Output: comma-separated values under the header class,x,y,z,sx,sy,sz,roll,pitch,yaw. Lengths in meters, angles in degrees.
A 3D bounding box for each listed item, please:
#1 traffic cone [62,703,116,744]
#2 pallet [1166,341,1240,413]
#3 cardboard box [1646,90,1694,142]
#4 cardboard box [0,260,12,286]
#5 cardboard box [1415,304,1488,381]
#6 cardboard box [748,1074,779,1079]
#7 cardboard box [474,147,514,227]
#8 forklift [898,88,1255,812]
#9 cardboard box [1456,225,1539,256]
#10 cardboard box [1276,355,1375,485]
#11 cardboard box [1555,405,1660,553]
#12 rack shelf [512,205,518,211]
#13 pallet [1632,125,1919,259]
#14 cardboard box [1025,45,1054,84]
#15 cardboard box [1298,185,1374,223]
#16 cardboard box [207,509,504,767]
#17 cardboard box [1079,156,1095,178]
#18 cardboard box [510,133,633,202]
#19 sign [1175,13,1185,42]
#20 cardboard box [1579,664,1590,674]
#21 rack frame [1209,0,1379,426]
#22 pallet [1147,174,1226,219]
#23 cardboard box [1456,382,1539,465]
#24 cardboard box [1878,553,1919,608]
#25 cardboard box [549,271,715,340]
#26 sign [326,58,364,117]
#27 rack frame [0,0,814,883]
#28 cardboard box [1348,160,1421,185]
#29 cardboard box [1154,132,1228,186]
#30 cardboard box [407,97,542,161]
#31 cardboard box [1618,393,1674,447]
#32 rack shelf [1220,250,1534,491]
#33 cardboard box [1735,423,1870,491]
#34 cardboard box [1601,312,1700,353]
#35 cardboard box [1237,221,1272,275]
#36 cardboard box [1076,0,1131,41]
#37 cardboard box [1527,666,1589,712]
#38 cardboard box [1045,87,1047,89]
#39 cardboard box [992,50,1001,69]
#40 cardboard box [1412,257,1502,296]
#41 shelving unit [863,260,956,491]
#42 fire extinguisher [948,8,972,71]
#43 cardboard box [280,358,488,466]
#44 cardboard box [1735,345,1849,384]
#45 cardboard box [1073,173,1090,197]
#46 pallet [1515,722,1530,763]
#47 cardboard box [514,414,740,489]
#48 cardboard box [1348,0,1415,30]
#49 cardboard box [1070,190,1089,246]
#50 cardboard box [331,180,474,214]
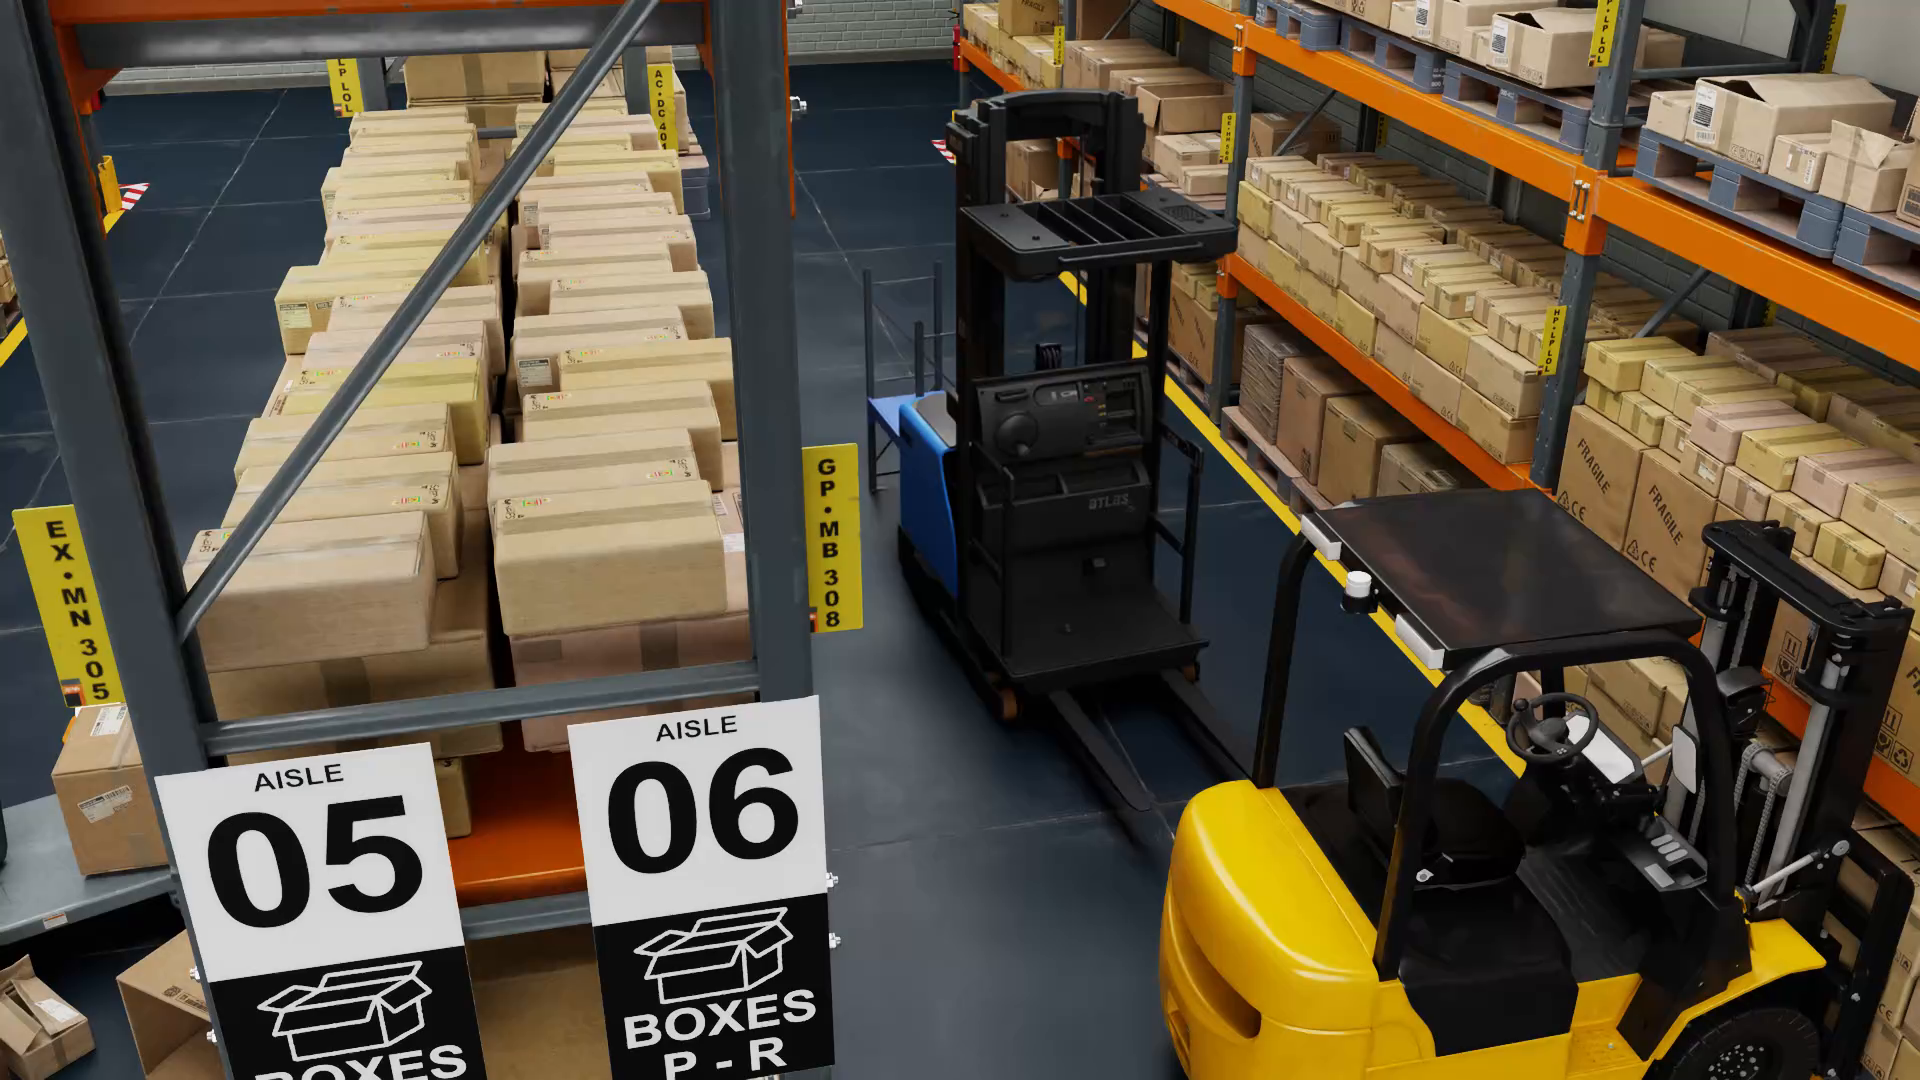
class,x,y,z,sx,sy,sz,roll,pitch,yaw
traffic cone,-4.320,0.735,8.281,0.336,0.463,0.334,-6,27,-12
pallet,2.166,-1.318,12.628,1.003,0.211,1.213,-6,27,-12
cardboard box,3.004,-1.707,6.675,0.380,0.149,0.250,-5,27,-11
cardboard box,-8.009,-2.174,13.596,0.380,0.149,0.250,-5,27,-9
cardboard box,2.716,-1.047,8.606,0.500,0.250,0.500,-7,28,-13
cardboard box,-0.572,1.373,3.761,0.500,0.500,0.500,-6,27,-12
cardboard box,-1.804,-1.154,5.715,0.500,0.250,0.500,-7,28,-13
forklift,0.606,-0.600,8.185,1.130,2.935,3.031,-9,28,-17
cardboard box,3.030,-1.660,9.379,0.380,0.149,0.250,-6,27,-11
cardboard box,2.579,-0.798,10.671,0.875,0.625,0.625,-5,27,-10
cardboard box,3.044,-0.299,7.402,0.500,0.500,0.500,-7,28,-13
rack shelf,-2.087,-1.866,8.087,1.077,0.370,4.000,-6,27,-12
pallet,3.416,-1.403,6.471,1.003,0.211,1.213,-6,27,-12
cardboard box,0.916,-4.471,15.615,0.500,0.250,0.500,-6,27,-11
cardboard box,2.298,-2.055,10.162,0.380,0.149,0.250,-6,27,-11
cardboard box,-1.113,0.184,3.064,0.500,0.250,0.500,-6,27,-12
cardboard box,1.276,-3.303,14.723,0.380,0.149,0.250,-6,27,-12
cardboard box,-1.248,-1.206,5.376,0.380,0.149,0.250,-5,27,-10
sign,1.936,-4.562,14.675,0.100,0.325,0.005,-6,27,-12
cardboard box,3.002,0.362,7.679,0.500,0.250,0.500,-6,27,-12
rack frame,2.297,-2.232,11.342,1.000,3.000,0.127,-6,27,-12
pallet,2.076,-2.436,11.961,1.213,0.211,1.003,-6,27,-12
cardboard box,2.830,-0.603,8.283,0.500,0.250,0.500,-5,27,-10
cardboard box,3.468,0.143,5.807,0.380,0.149,0.250,-6,27,-12
cardboard box,-0.797,-0.538,4.053,0.380,0.149,0.250,-5,27,-10
sign,-2.177,-1.658,5.866,0.100,0.325,0.005,-6,27,-12
rack frame,-0.735,-0.892,2.031,1.000,3.000,0.127,-6,27,-12
cardboard box,2.735,-2.340,10.726,0.380,0.149,0.250,-5,27,-10
cardboard box,1.744,-2.782,12.134,0.500,0.250,0.500,-7,28,-14
cardboard box,-1.909,-1.671,6.604,0.500,0.250,0.500,-6,28,-13
cardboard box,3.074,-0.530,7.139,0.380,0.149,0.250,-5,27,-10
rack shelf,2.748,-1.032,9.765,1.077,0.370,4.000,-6,27,-12
cardboard box,3.237,-0.321,6.396,0.380,0.149,0.250,-6,27,-12
cardboard box,3.328,-0.986,8.043,0.380,0.149,0.250,-7,28,-13
cardboard box,2.159,-1.945,10.941,0.500,0.250,0.500,-6,27,-11
cardboard box,1.319,-5.069,15.968,0.500,0.500,0.500,-7,28,-13
cardboard box,3.007,0.585,7.793,0.500,0.250,0.500,-6,27,-12
cardboard box,0.998,-4.102,15.327,0.380,0.149,0.250,-5,27,-10
cardboard box,0.543,-4.889,16.885,0.380,0.149,0.250,-7,28,-13
cardboard box,2.639,-1.385,8.834,0.380,0.149,0.250,-7,28,-13
shelving unit,-0.186,-0.816,10.202,0.538,1.500,1.048,-9,28,-17
fire extinguisher,0.011,-5.560,18.437,0.296,0.674,0.183,-6,27,-12
cardboard box,-1.202,-0.259,3.499,0.380,0.149,0.250,-6,27,-11
cardboard box,3.581,-0.719,7.184,0.380,0.149,0.250,-7,28,-13
cardboard box,1.217,-3.164,14.778,0.380,0.149,0.250,-5,27,-9
pallet,3.337,1.123,7.791,1.003,0.211,1.213,-6,27,-12
cardboard box,-0.693,-0.089,3.604,0.500,0.250,0.500,-6,27,-12
cardboard box,2.452,-3.058,8.962,0.500,0.500,0.500,-5,27,-10
cardboard box,1.285,-2.824,14.824,0.500,0.500,0.500,-5,27,-9
cardboard box,-1.608,-0.932,4.832,0.380,0.149,0.250,-7,28,-13
